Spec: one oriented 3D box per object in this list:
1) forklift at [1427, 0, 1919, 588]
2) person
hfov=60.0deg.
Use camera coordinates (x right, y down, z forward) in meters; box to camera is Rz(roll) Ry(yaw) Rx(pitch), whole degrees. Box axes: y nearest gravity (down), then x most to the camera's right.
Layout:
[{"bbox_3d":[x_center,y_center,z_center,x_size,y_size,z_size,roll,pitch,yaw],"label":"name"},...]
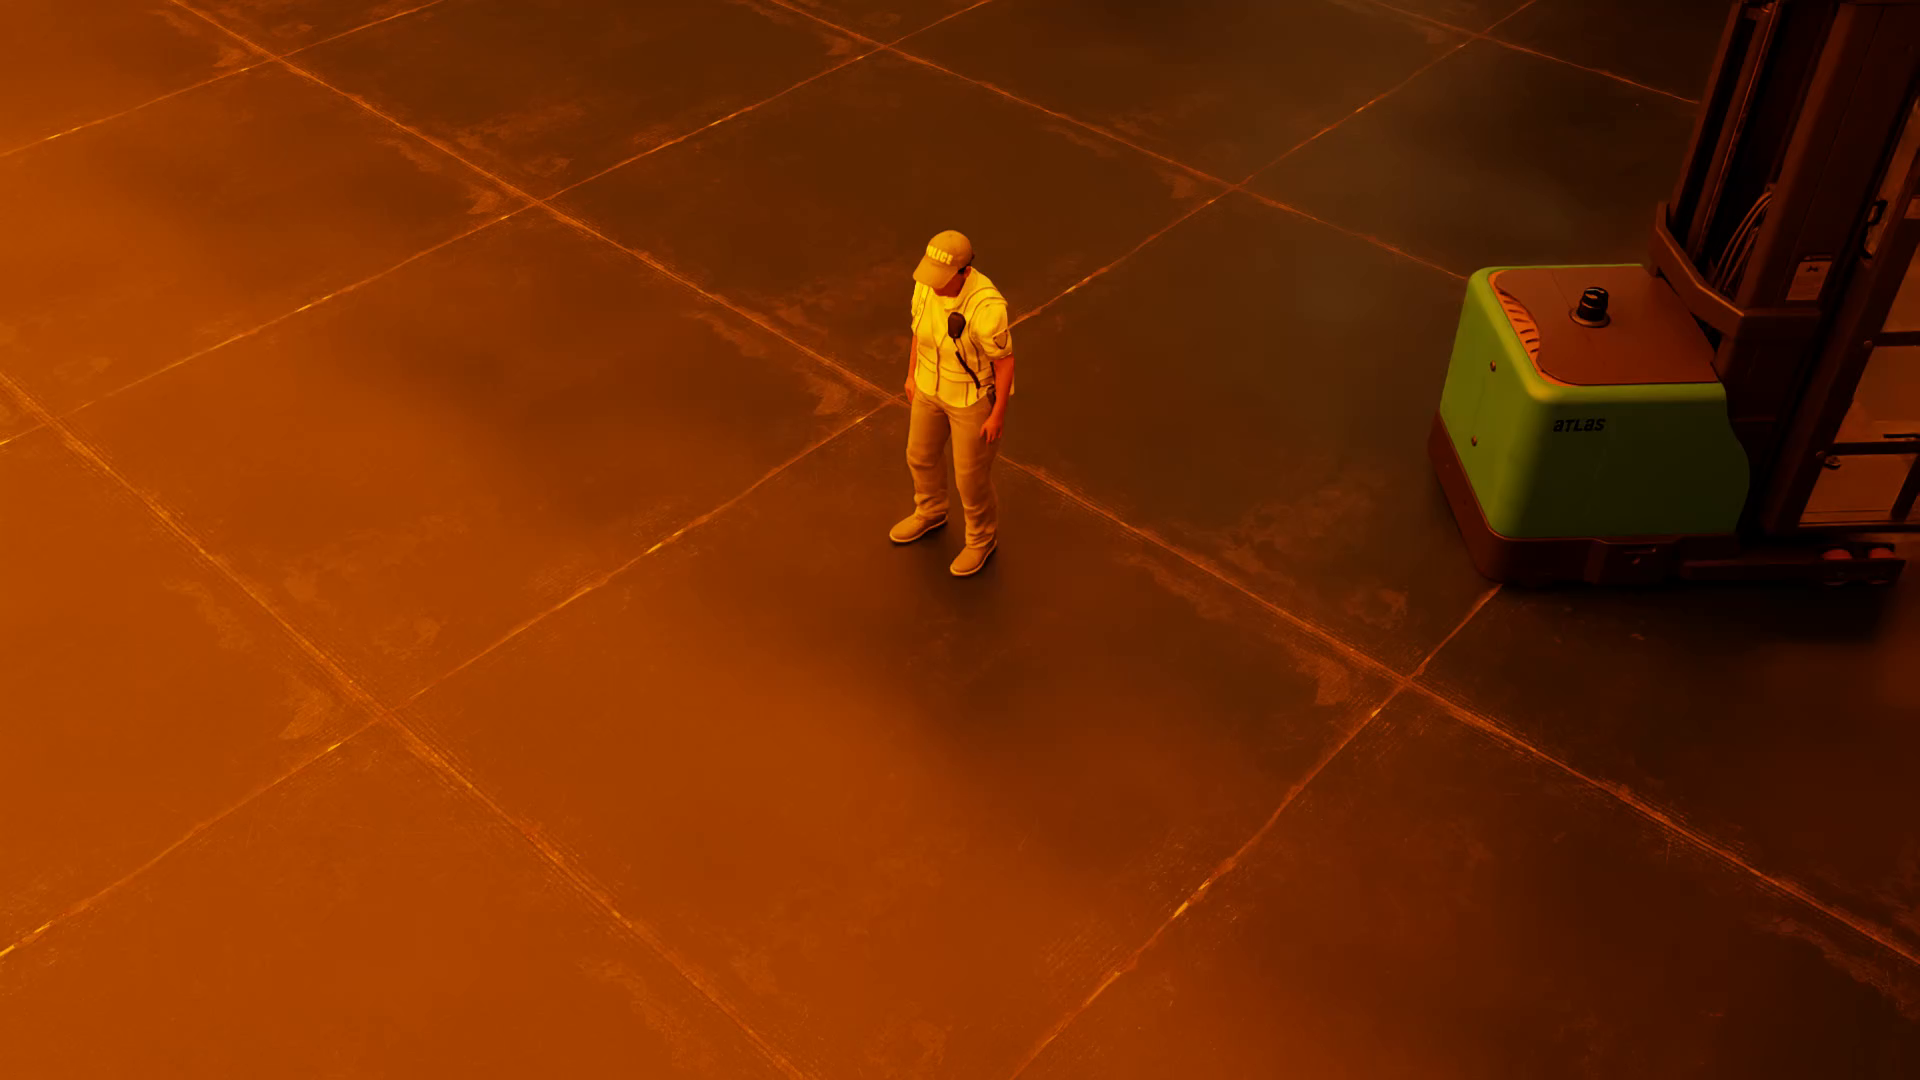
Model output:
[{"bbox_3d":[3.799,-1.255,6.891,3.031,2.935,1.130,-2,41,-2],"label":"forklift"},{"bbox_3d":[-0.032,-0.610,7.113,0.546,1.666,0.466,29,48,30],"label":"person"}]
